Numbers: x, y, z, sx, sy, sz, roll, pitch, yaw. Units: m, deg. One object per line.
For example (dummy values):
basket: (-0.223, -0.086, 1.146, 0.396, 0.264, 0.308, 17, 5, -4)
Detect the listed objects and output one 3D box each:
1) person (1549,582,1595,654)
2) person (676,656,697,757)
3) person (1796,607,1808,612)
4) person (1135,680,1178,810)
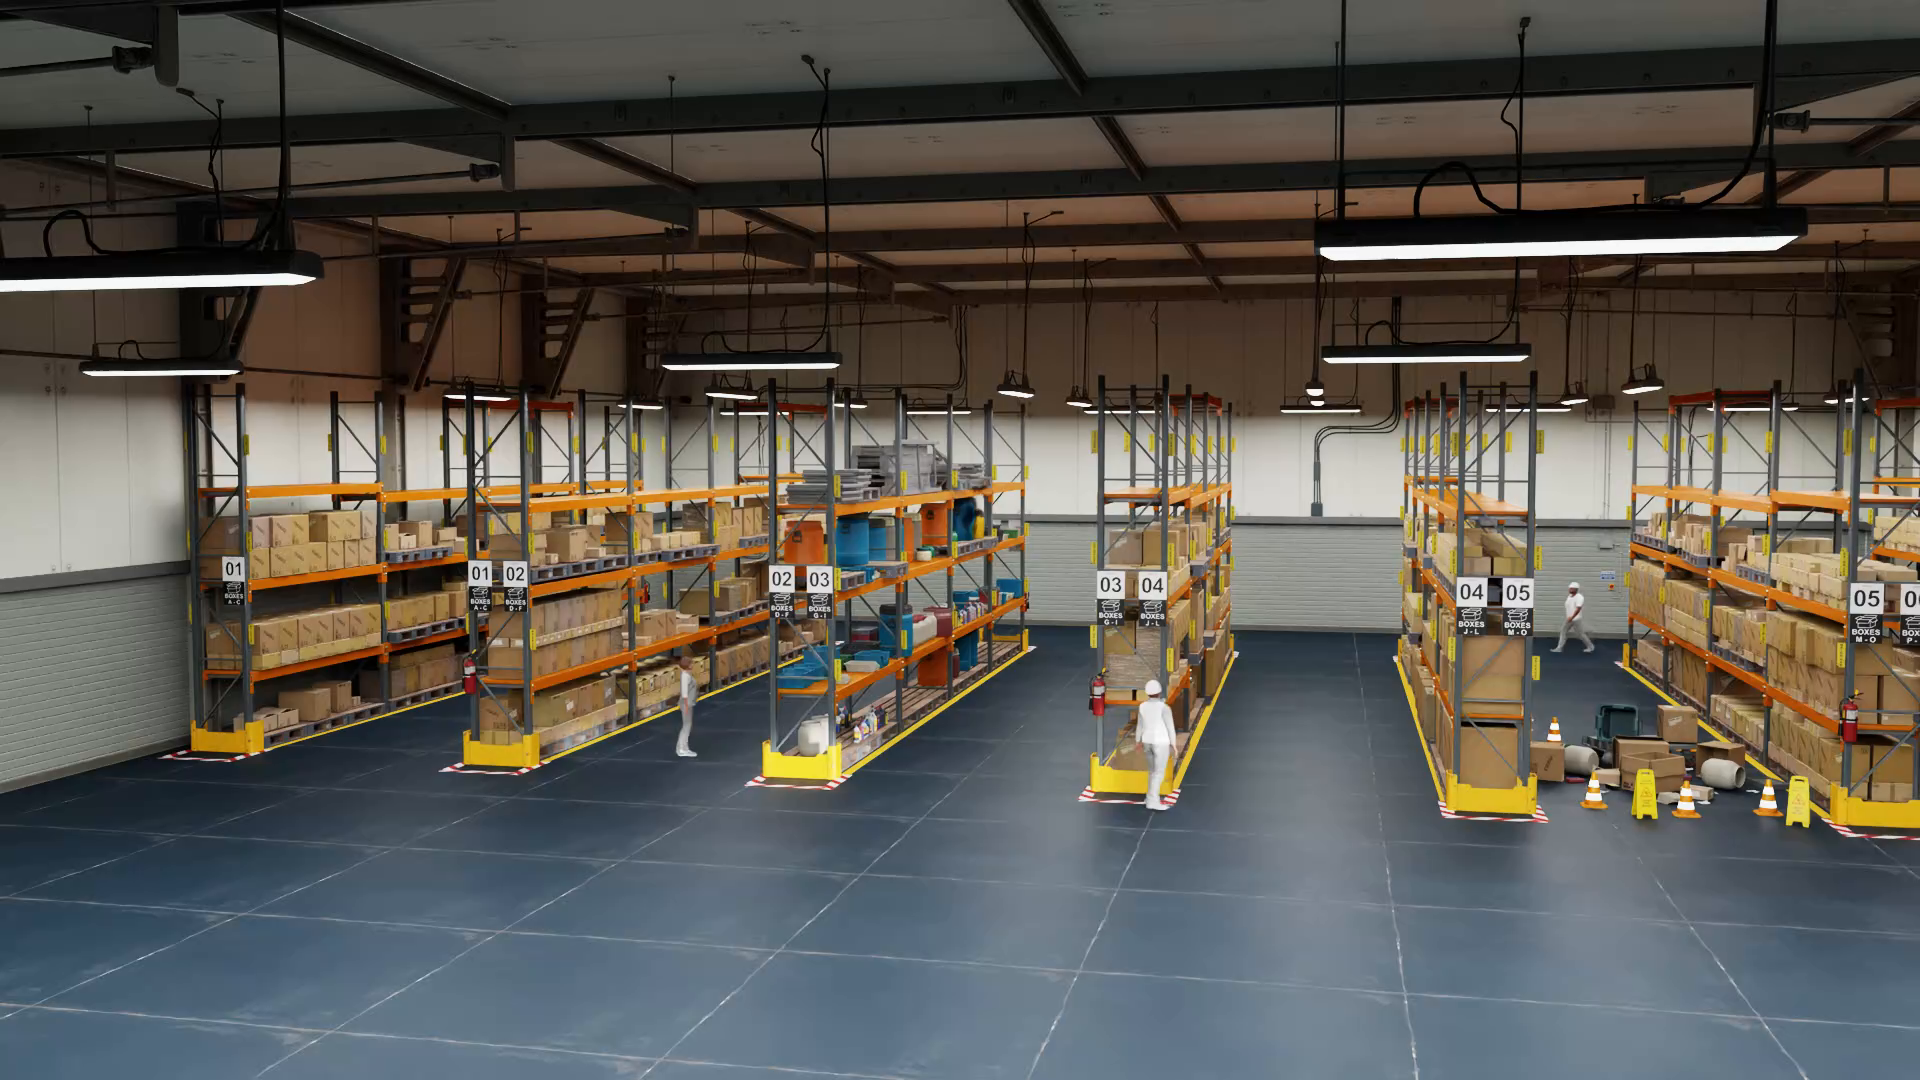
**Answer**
person: (14.653, 1.871, 39.799, 1.056, 1.722, 0.617, 0, 3, -5)
person: (-4.396, 2.671, 26.712, 0.348, 1.611, 0.517, 0, 3, -2)
person: (19.221, 1.974, 37.909, 1.010, 1.723, 0.640, 1, 4, 22)
person: (2.697, 2.809, 22.807, 0.384, 1.791, 0.616, -2, 4, -35)
